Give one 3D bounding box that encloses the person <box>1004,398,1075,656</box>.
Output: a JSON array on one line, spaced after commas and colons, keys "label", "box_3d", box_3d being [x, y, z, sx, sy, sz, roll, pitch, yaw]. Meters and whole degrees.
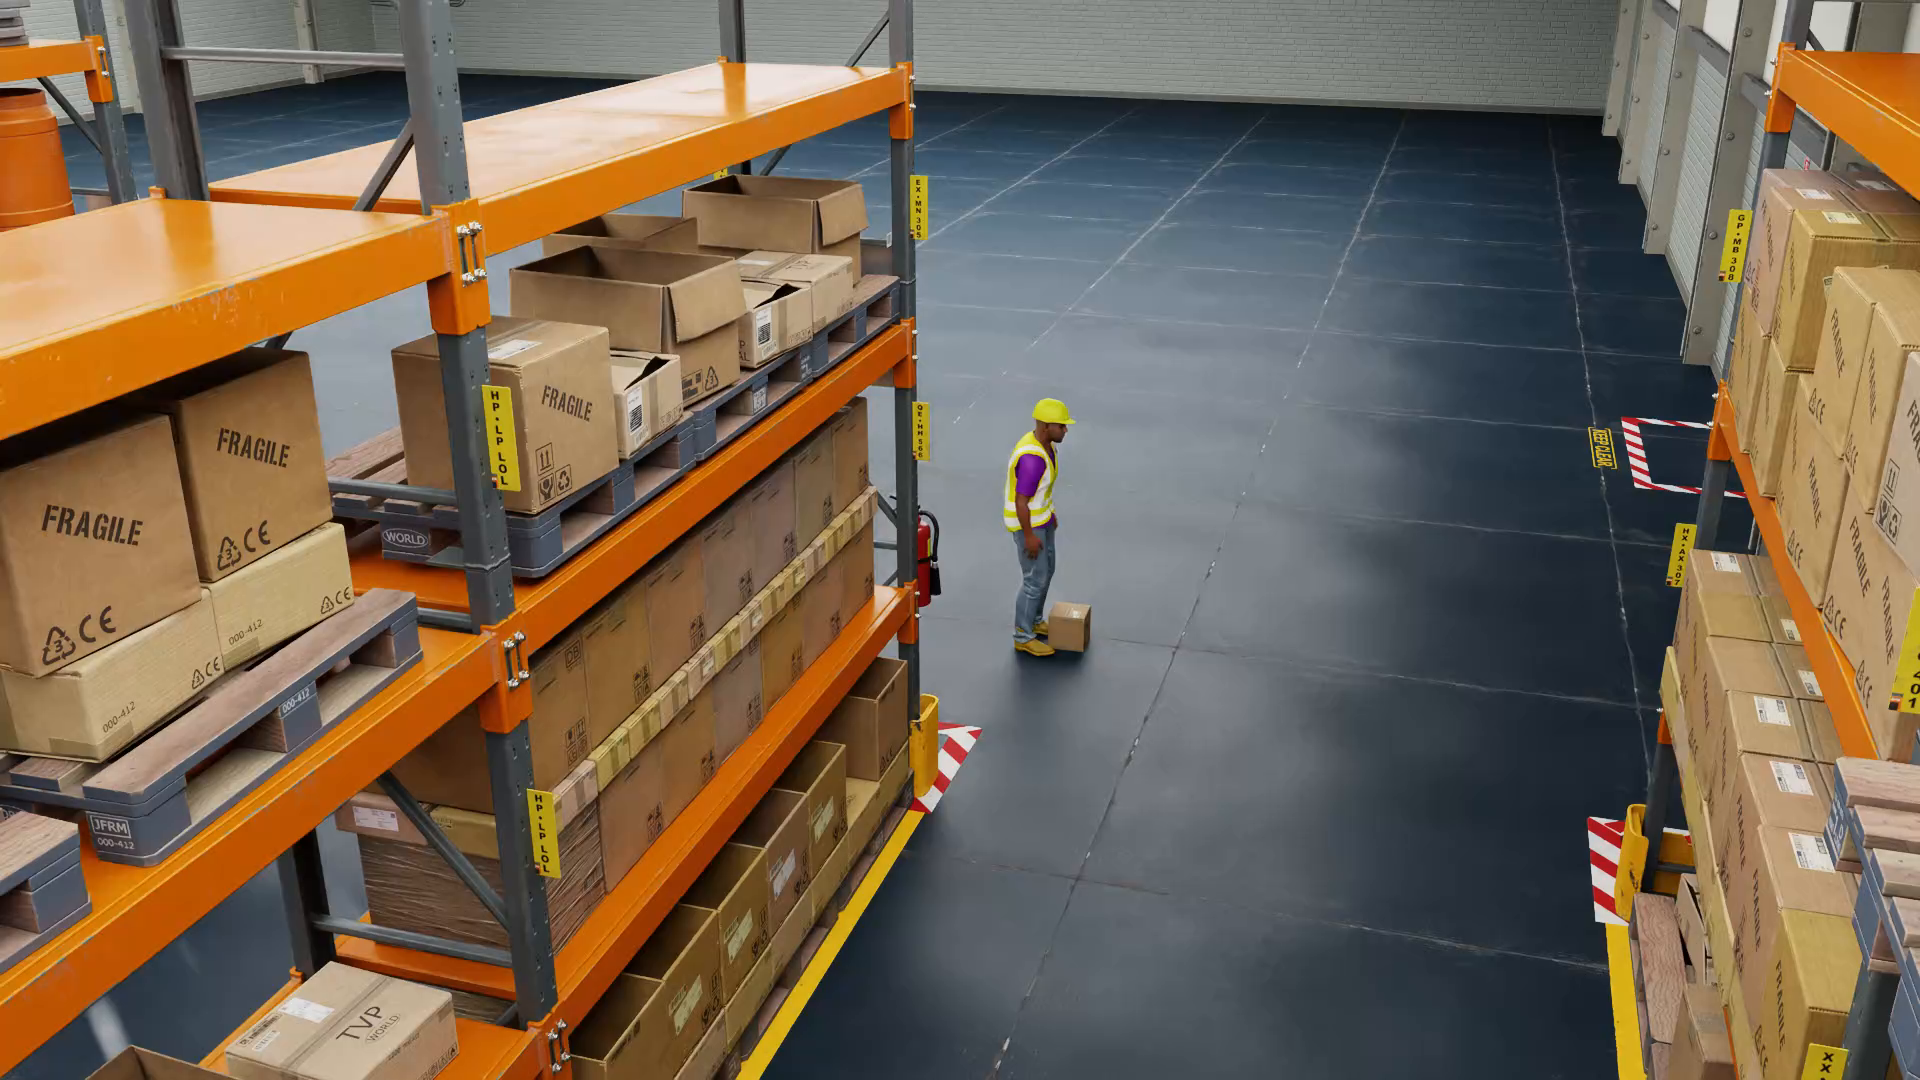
[{"label": "person", "box_3d": [0.536, -0.114, 11.349, 0.459, 1.760, 0.625, 6, 23, 14]}]
